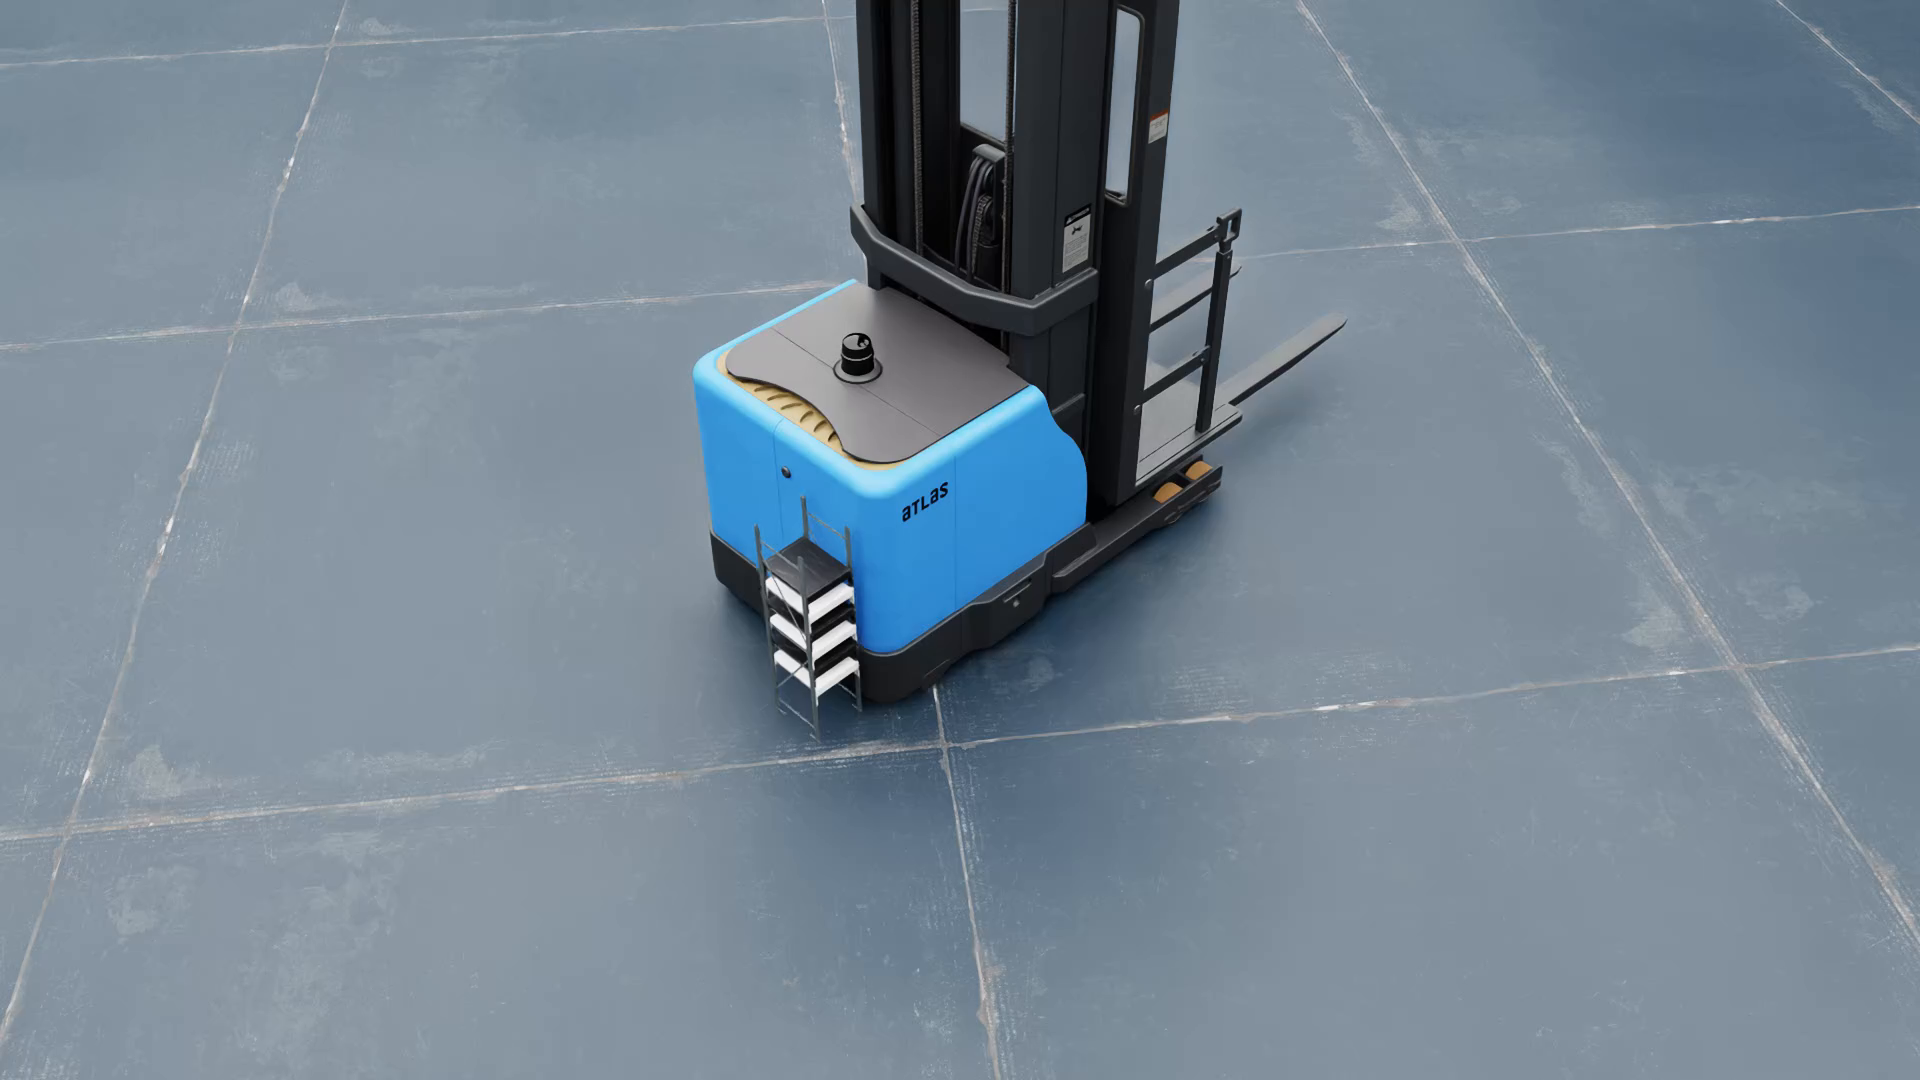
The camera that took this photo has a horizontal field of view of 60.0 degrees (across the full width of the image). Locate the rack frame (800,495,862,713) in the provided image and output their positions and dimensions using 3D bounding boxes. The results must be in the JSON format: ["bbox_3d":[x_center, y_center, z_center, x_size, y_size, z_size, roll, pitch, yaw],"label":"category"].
[{"bbox_3d":[-0.445,0.238,5.812,0.240,0.900,0.006,34,52,32],"label":"rack frame"}]

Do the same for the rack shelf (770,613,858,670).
[{"bbox_3d":[-0.517,0.312,5.781,0.258,0.077,0.200,34,52,32],"label":"rack shelf"}]

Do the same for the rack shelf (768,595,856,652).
[{"bbox_3d":[-0.517,0.245,5.720,0.258,0.077,0.200,34,52,32],"label":"rack shelf"}]

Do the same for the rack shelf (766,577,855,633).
[{"bbox_3d":[-0.518,0.179,5.660,0.258,0.077,0.200,34,52,32],"label":"rack shelf"}]

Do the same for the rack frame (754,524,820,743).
[{"bbox_3d":[-0.589,0.336,5.706,0.240,0.900,0.006,34,52,32],"label":"rack frame"}]

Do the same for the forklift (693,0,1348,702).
[{"bbox_3d":[0.445,-1.380,6.092,3.031,2.935,1.130,-33,52,-31],"label":"forklift"}]

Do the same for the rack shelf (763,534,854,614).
[{"bbox_3d":[-0.518,0.112,5.599,0.258,0.077,0.200,34,52,32],"label":"rack shelf"}]

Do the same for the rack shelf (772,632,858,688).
[{"bbox_3d":[-0.516,0.378,5.842,0.258,0.077,0.200,34,52,32],"label":"rack shelf"}]

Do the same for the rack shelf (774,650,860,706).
[{"bbox_3d":[-0.516,0.445,5.902,0.258,0.077,0.200,34,52,32],"label":"rack shelf"}]

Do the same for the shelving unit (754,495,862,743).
[{"bbox_3d":[-0.517,0.287,5.759,0.258,0.900,0.210,34,52,32],"label":"shelving unit"}]
